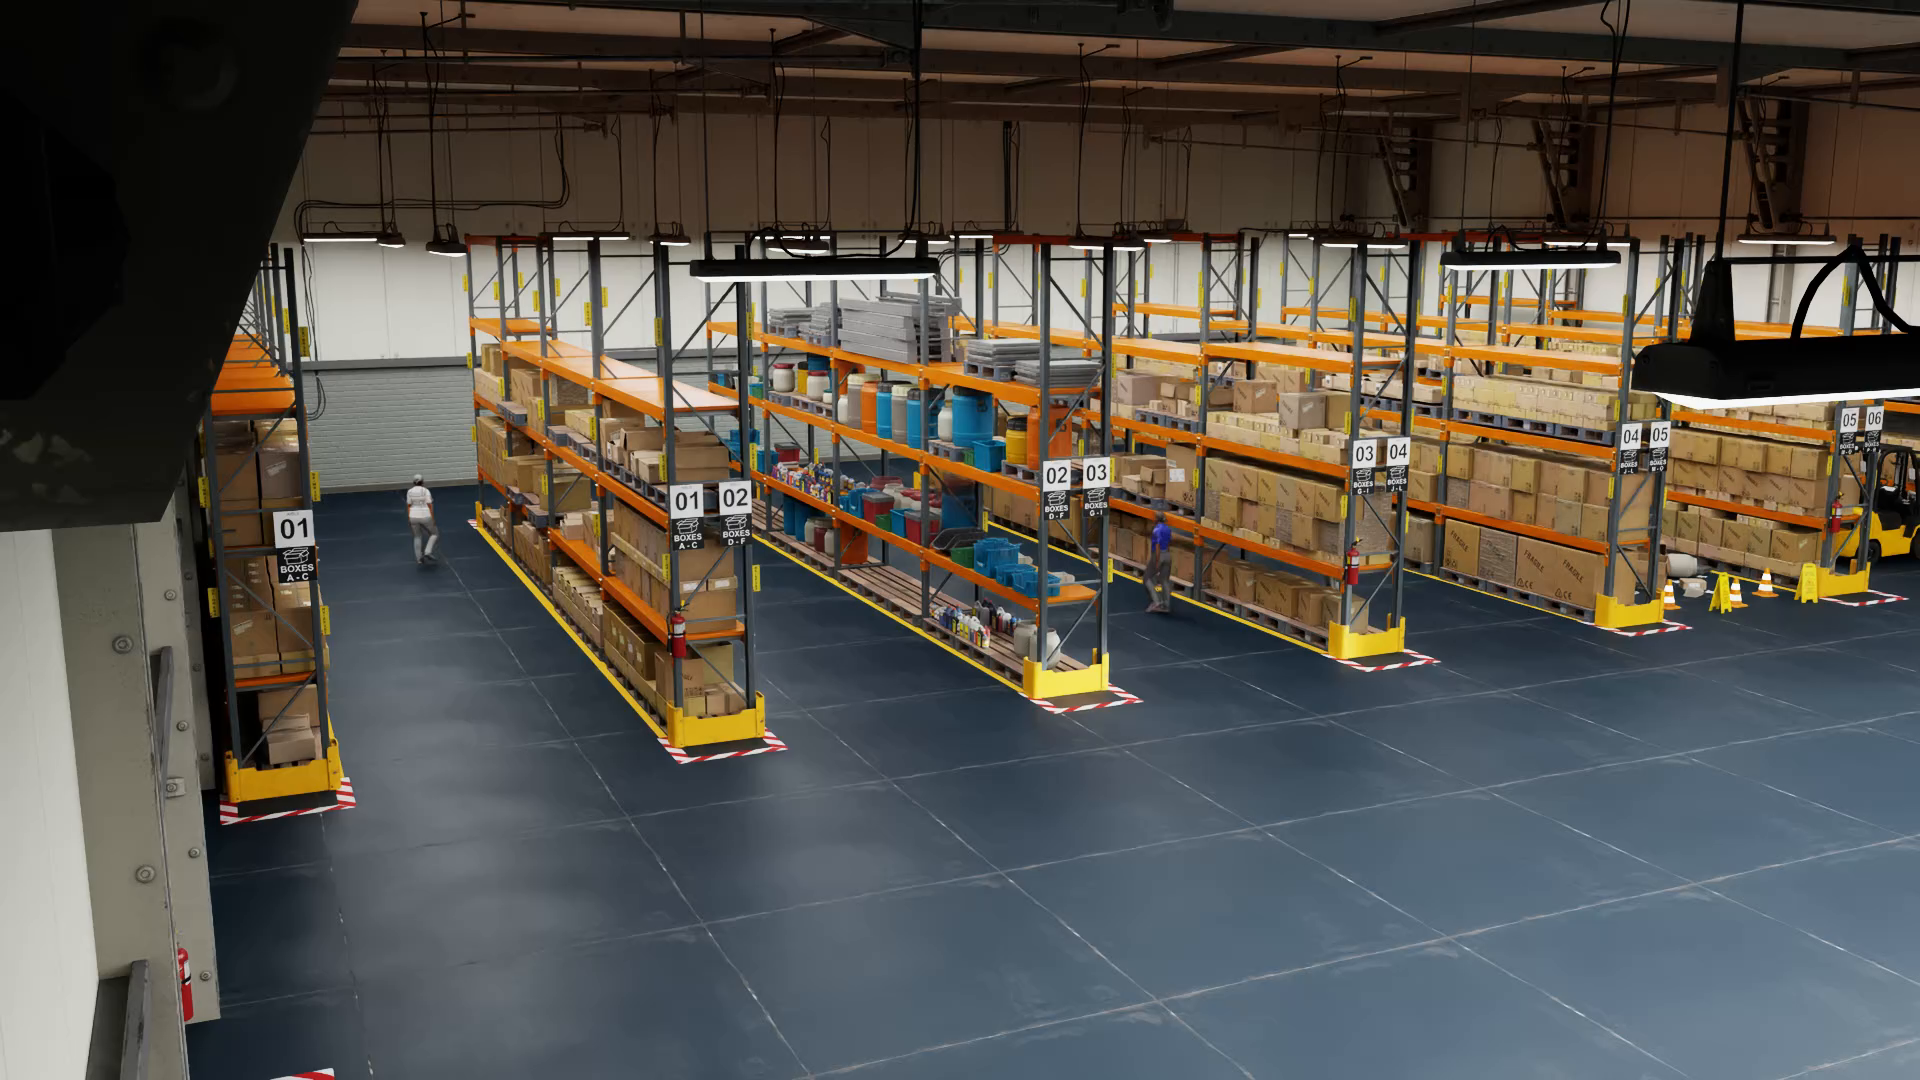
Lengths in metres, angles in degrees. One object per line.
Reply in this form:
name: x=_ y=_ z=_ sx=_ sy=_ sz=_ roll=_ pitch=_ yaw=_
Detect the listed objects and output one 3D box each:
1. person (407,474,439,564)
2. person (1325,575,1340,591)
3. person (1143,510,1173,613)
person: x=-9.960 y=-0.383 z=30.758 sx=0.523 sy=1.660 sz=0.489 roll=1 pitch=11 yaw=5
person: x=6.323 y=0.094 z=28.339 sx=0.522 sy=1.658 sz=0.506 roll=-1 pitch=11 yaw=-5
person: x=3.234 y=0.360 z=26.944 sx=0.509 sy=1.651 sz=0.468 roll=-7 pitch=13 yaw=-32
